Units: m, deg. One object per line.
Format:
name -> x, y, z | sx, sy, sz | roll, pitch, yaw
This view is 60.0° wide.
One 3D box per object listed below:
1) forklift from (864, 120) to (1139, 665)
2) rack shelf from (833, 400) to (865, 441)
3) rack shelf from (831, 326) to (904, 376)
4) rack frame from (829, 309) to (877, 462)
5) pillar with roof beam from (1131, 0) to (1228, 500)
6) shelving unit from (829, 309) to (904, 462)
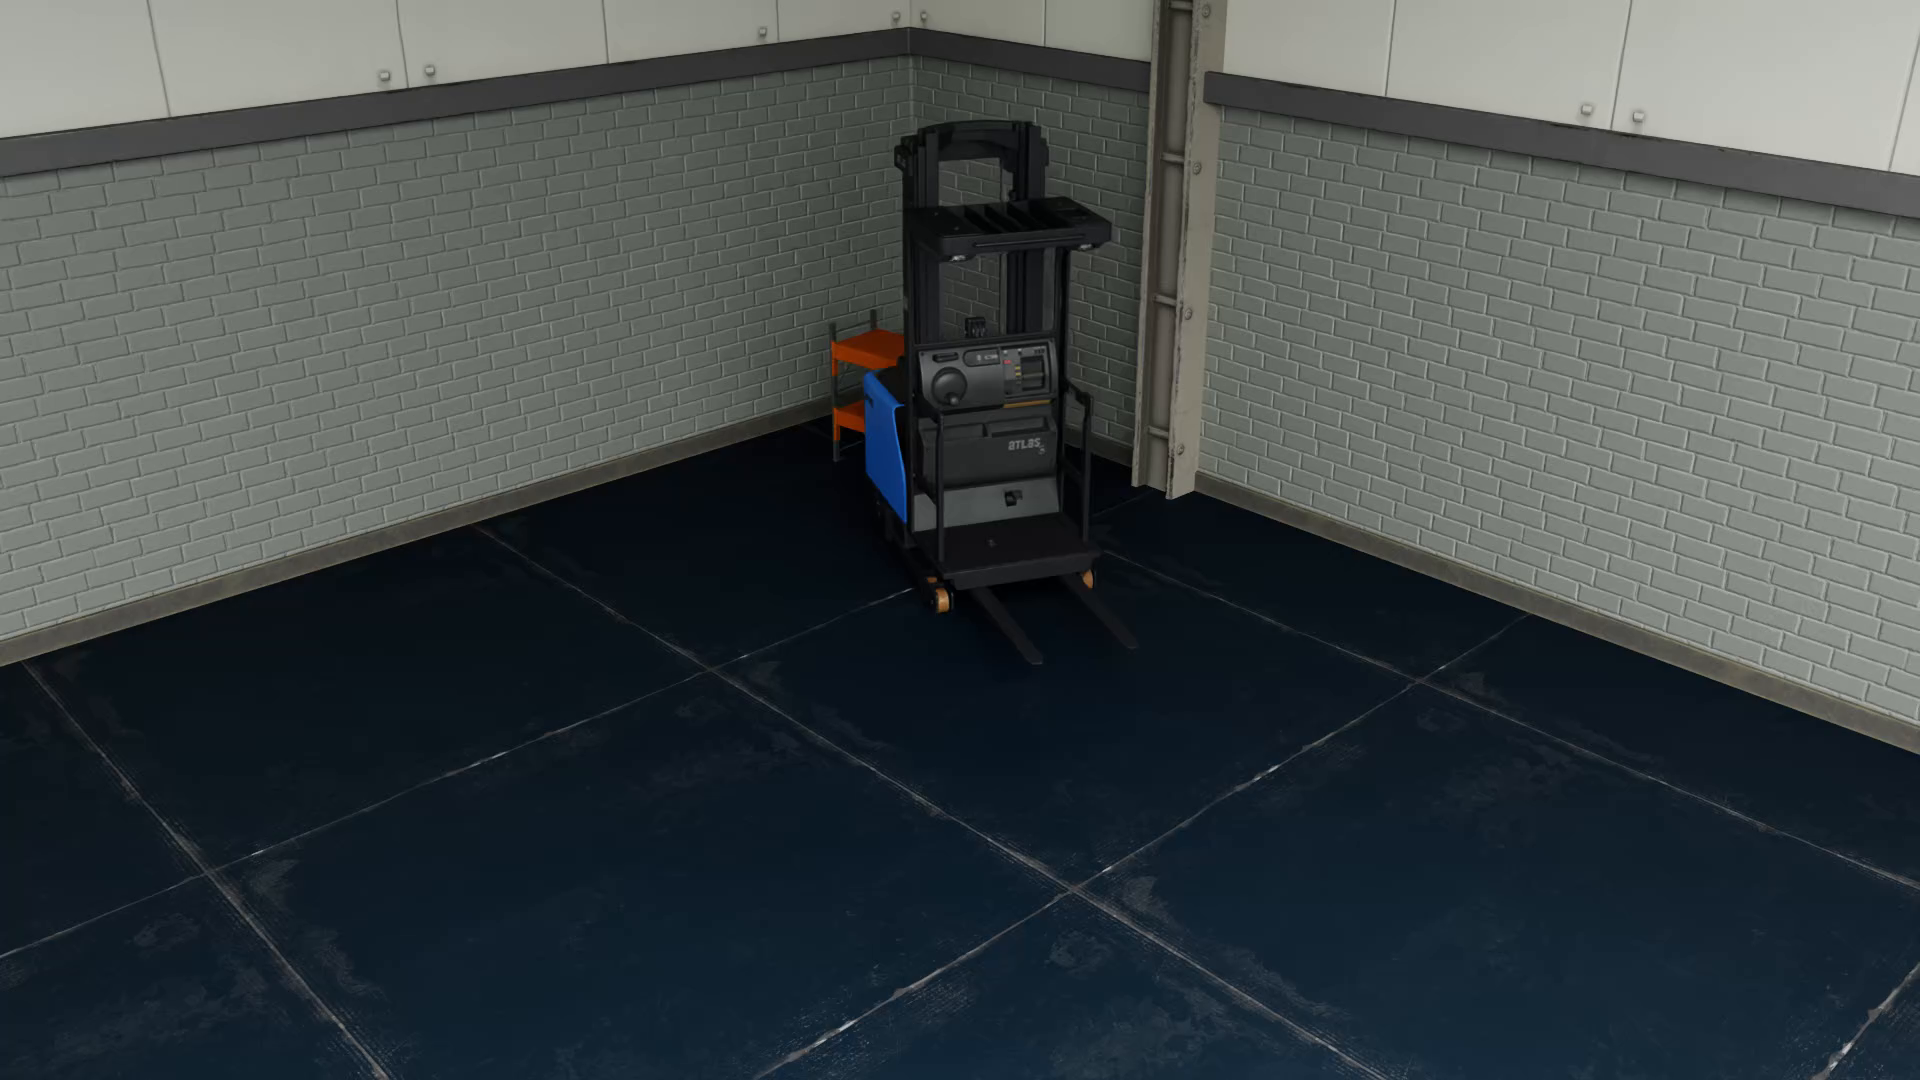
forklift -> 0.255, -1.049, 10.519 | 1.130, 2.935, 3.031 | -8, 26, -17
rack shelf -> -0.438, -0.853, 12.853 | 1.000, 0.278, 0.538 | 19, 31, 36
rack shelf -> -0.438, -1.342, 12.630 | 1.000, 0.278, 0.538 | 19, 31, 36
rack frame -> -0.825, -1.212, 13.051 | 0.032, 1.125, 0.500 | 19, 31, 36
pillar with roof beam -> -1.595, -3.275, 8.087 | 9.100, 9.000, 0.400 | -21, 32, -38
shelving unit -> -0.438, -1.075, 12.752 | 1.048, 1.125, 0.538 | 19, 31, 36
